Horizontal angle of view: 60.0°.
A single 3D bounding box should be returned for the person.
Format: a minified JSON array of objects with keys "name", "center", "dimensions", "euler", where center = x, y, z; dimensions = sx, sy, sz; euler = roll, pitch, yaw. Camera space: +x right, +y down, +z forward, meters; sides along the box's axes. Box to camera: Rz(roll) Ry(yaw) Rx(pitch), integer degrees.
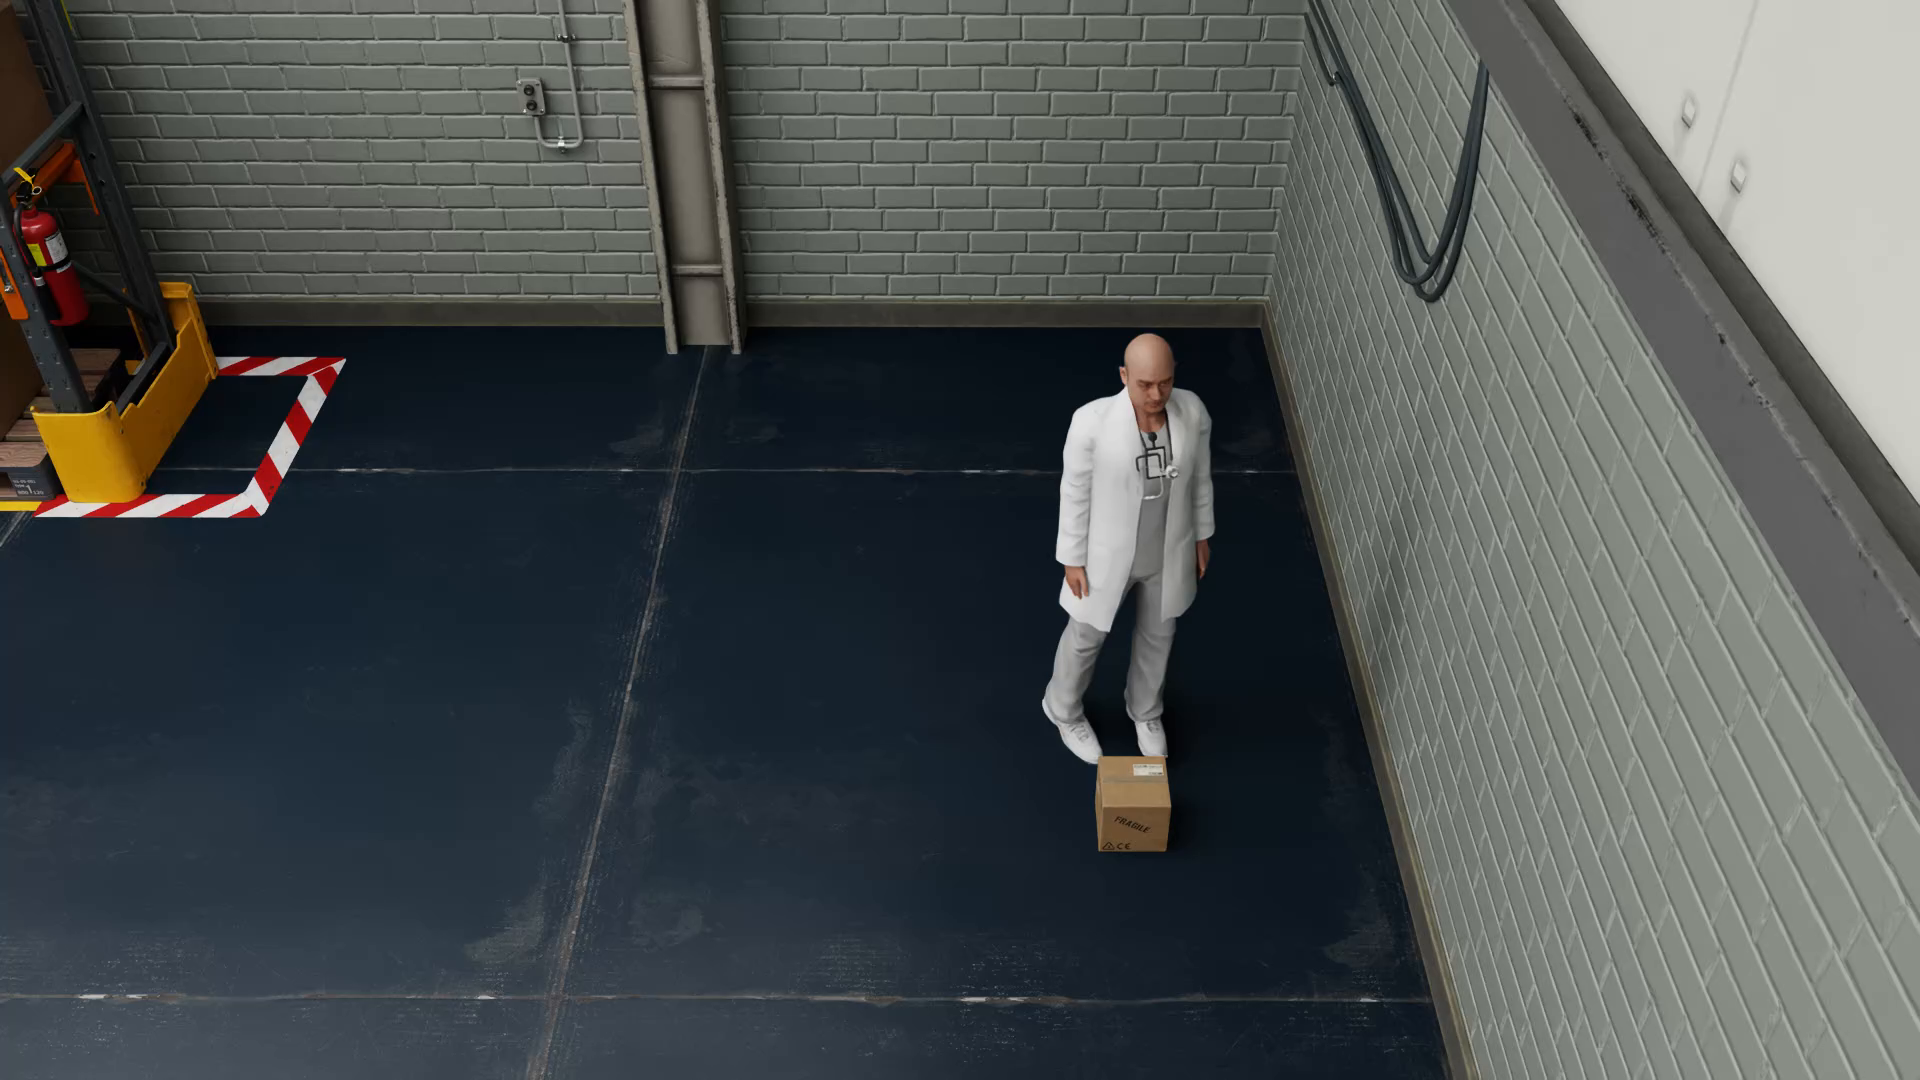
[{"name":"person","center":[0.661,0.083,6.071],"dimensions":[0.624,1.818,0.436],"euler":[-8,40,-10]}]
